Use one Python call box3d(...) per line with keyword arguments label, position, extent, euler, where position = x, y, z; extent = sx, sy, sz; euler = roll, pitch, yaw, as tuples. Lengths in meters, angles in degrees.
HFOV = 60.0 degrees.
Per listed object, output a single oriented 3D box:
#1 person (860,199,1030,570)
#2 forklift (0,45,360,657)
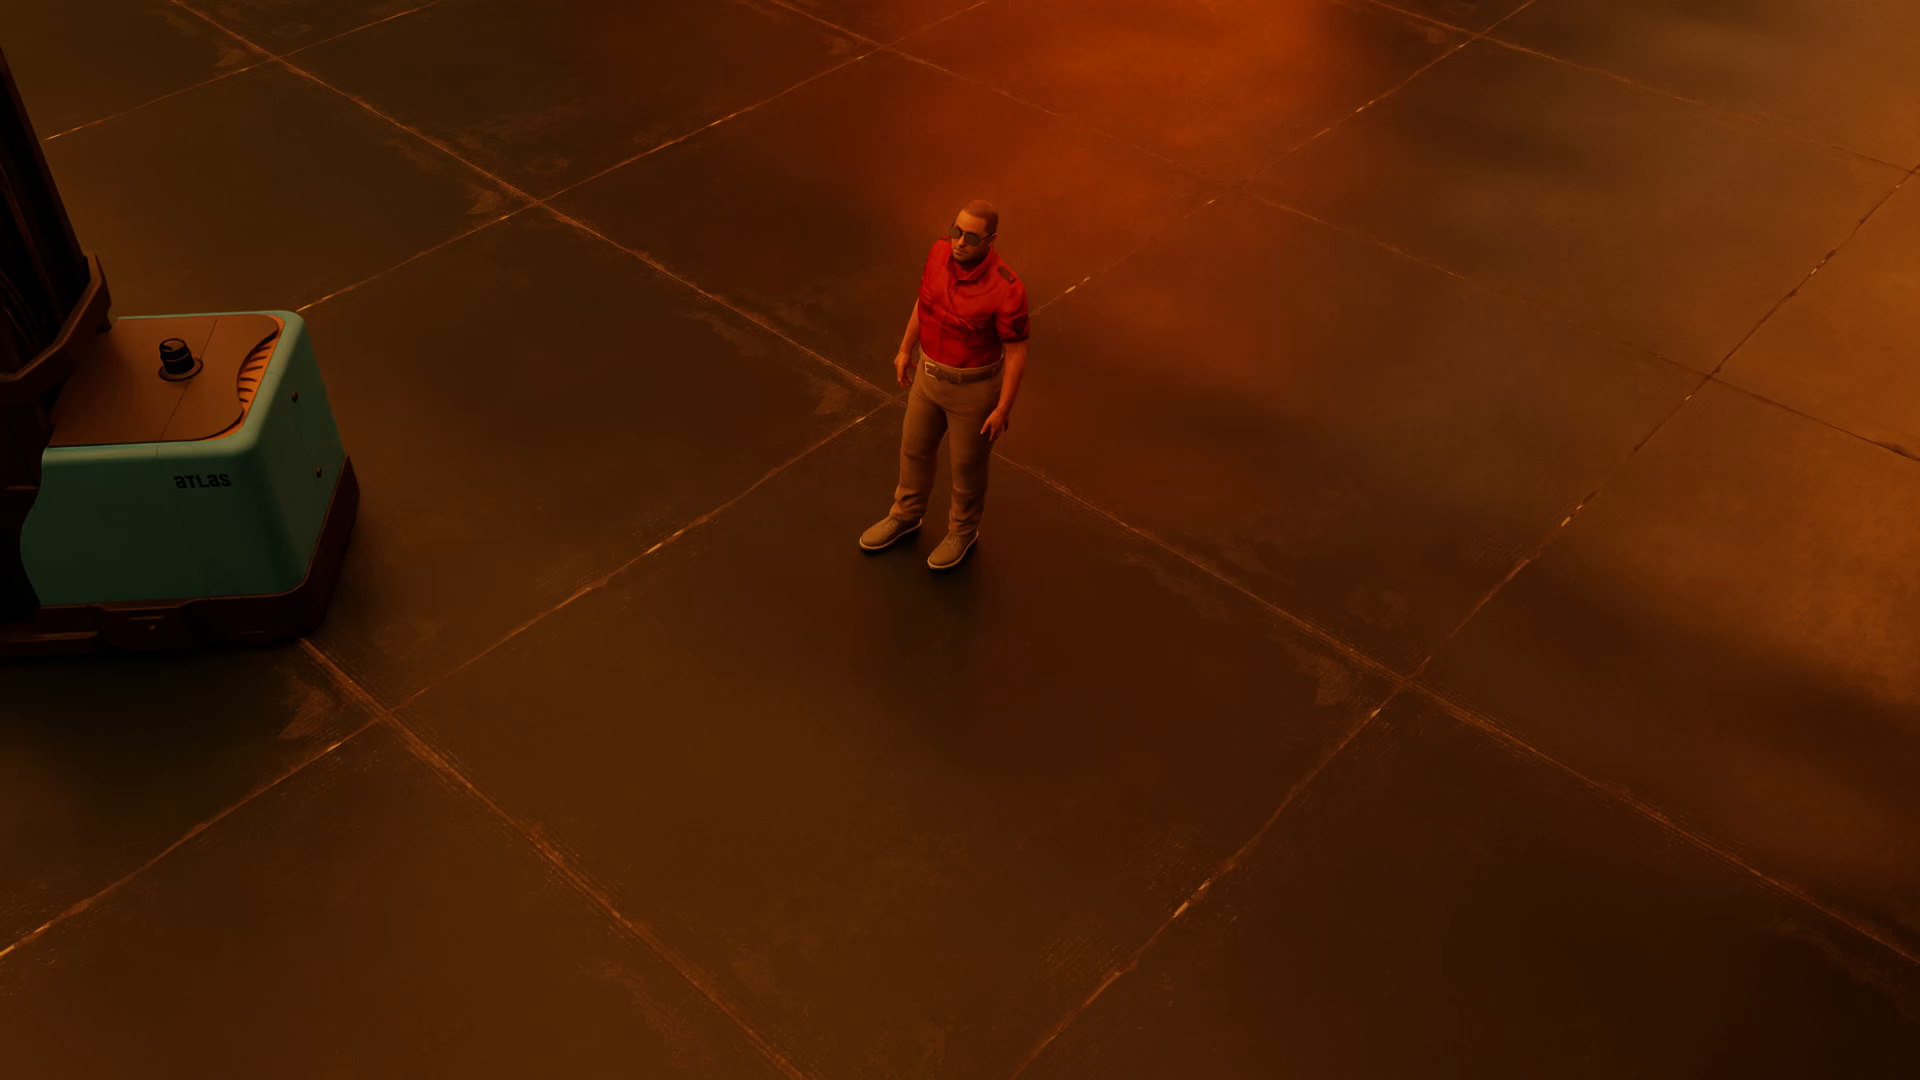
box3d(label="person", position=(-0.069, -0.624, 7.067), extent=(0.642, 1.727, 0.550), euler=(31, 49, 31))
box3d(label="forklift", position=(-4.296, -0.915, 6.495), extent=(3.031, 2.935, 1.130), euler=(-3, 41, -3))
